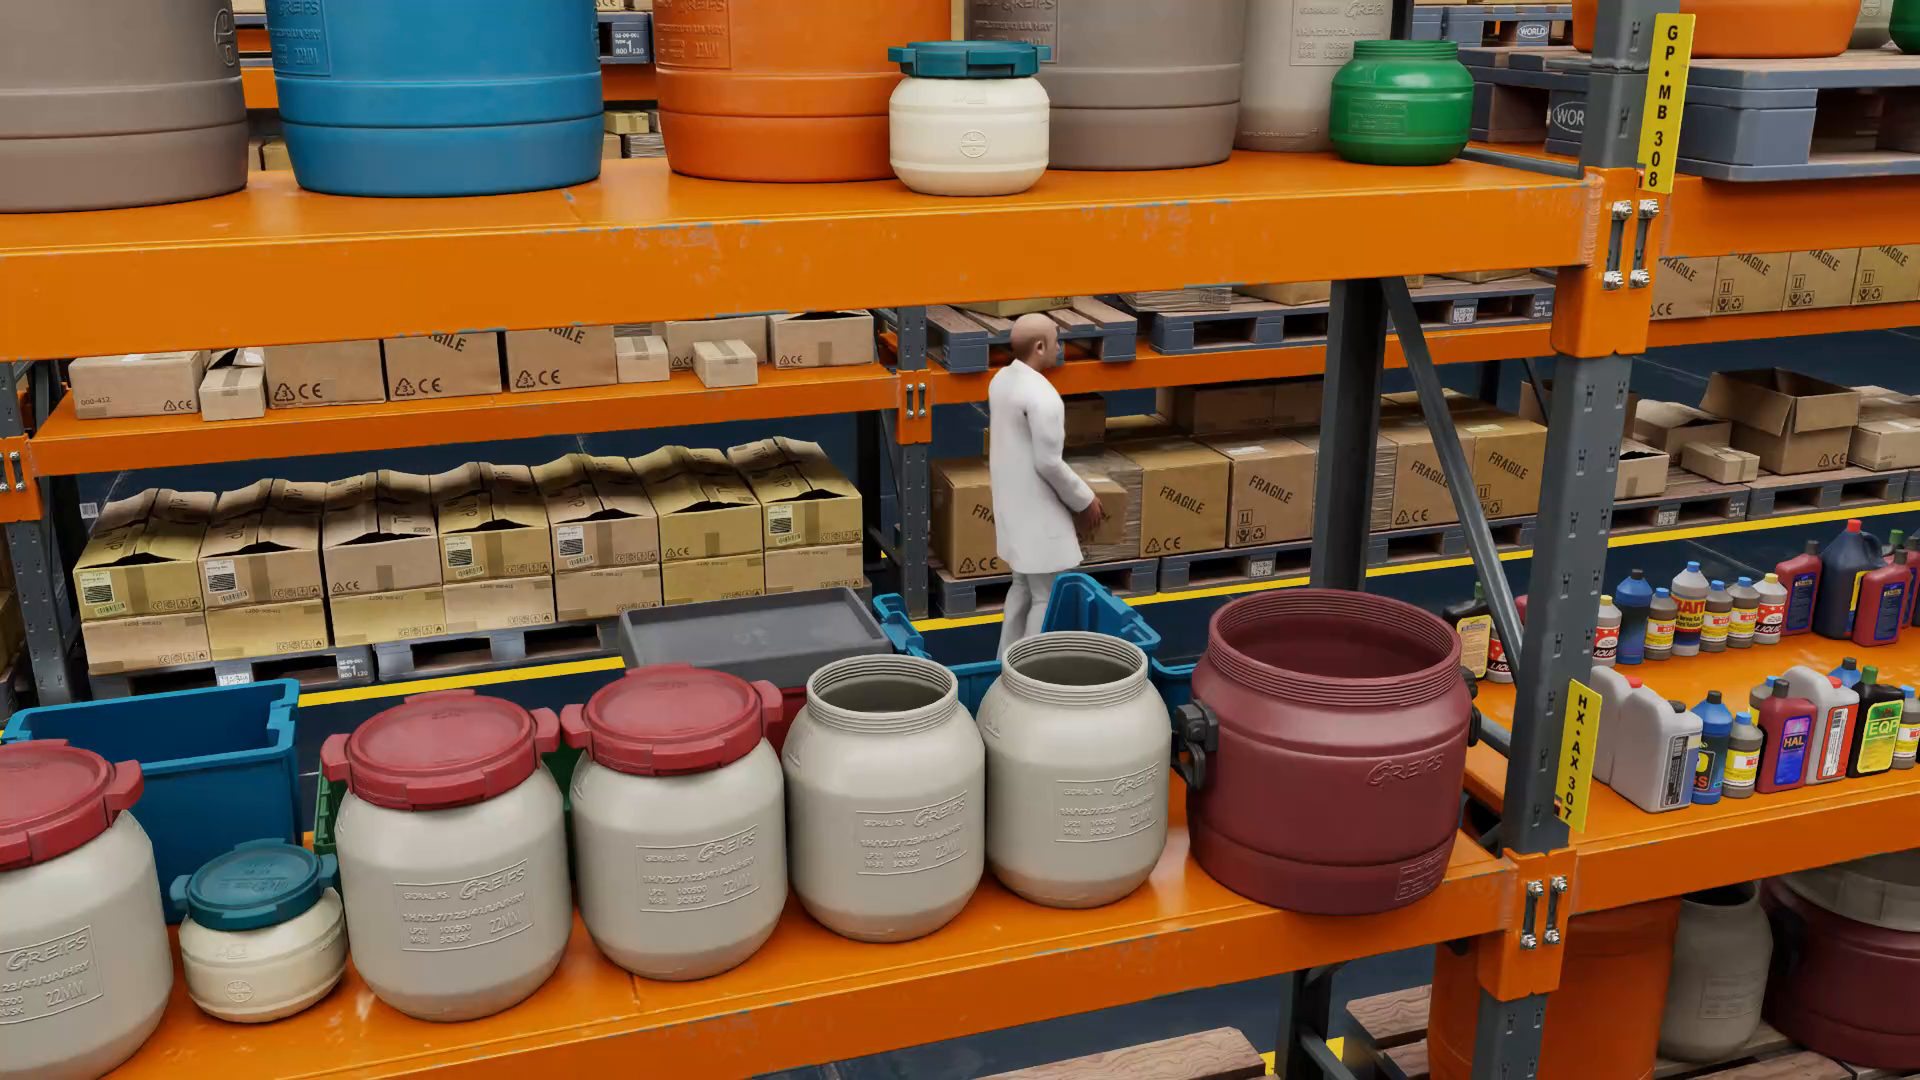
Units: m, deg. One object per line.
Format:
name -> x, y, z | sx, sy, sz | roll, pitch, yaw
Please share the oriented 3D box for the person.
person -> 0.377, -0.137, 7.476 | 0.467, 1.782, 0.575 | -6, 20, -18
